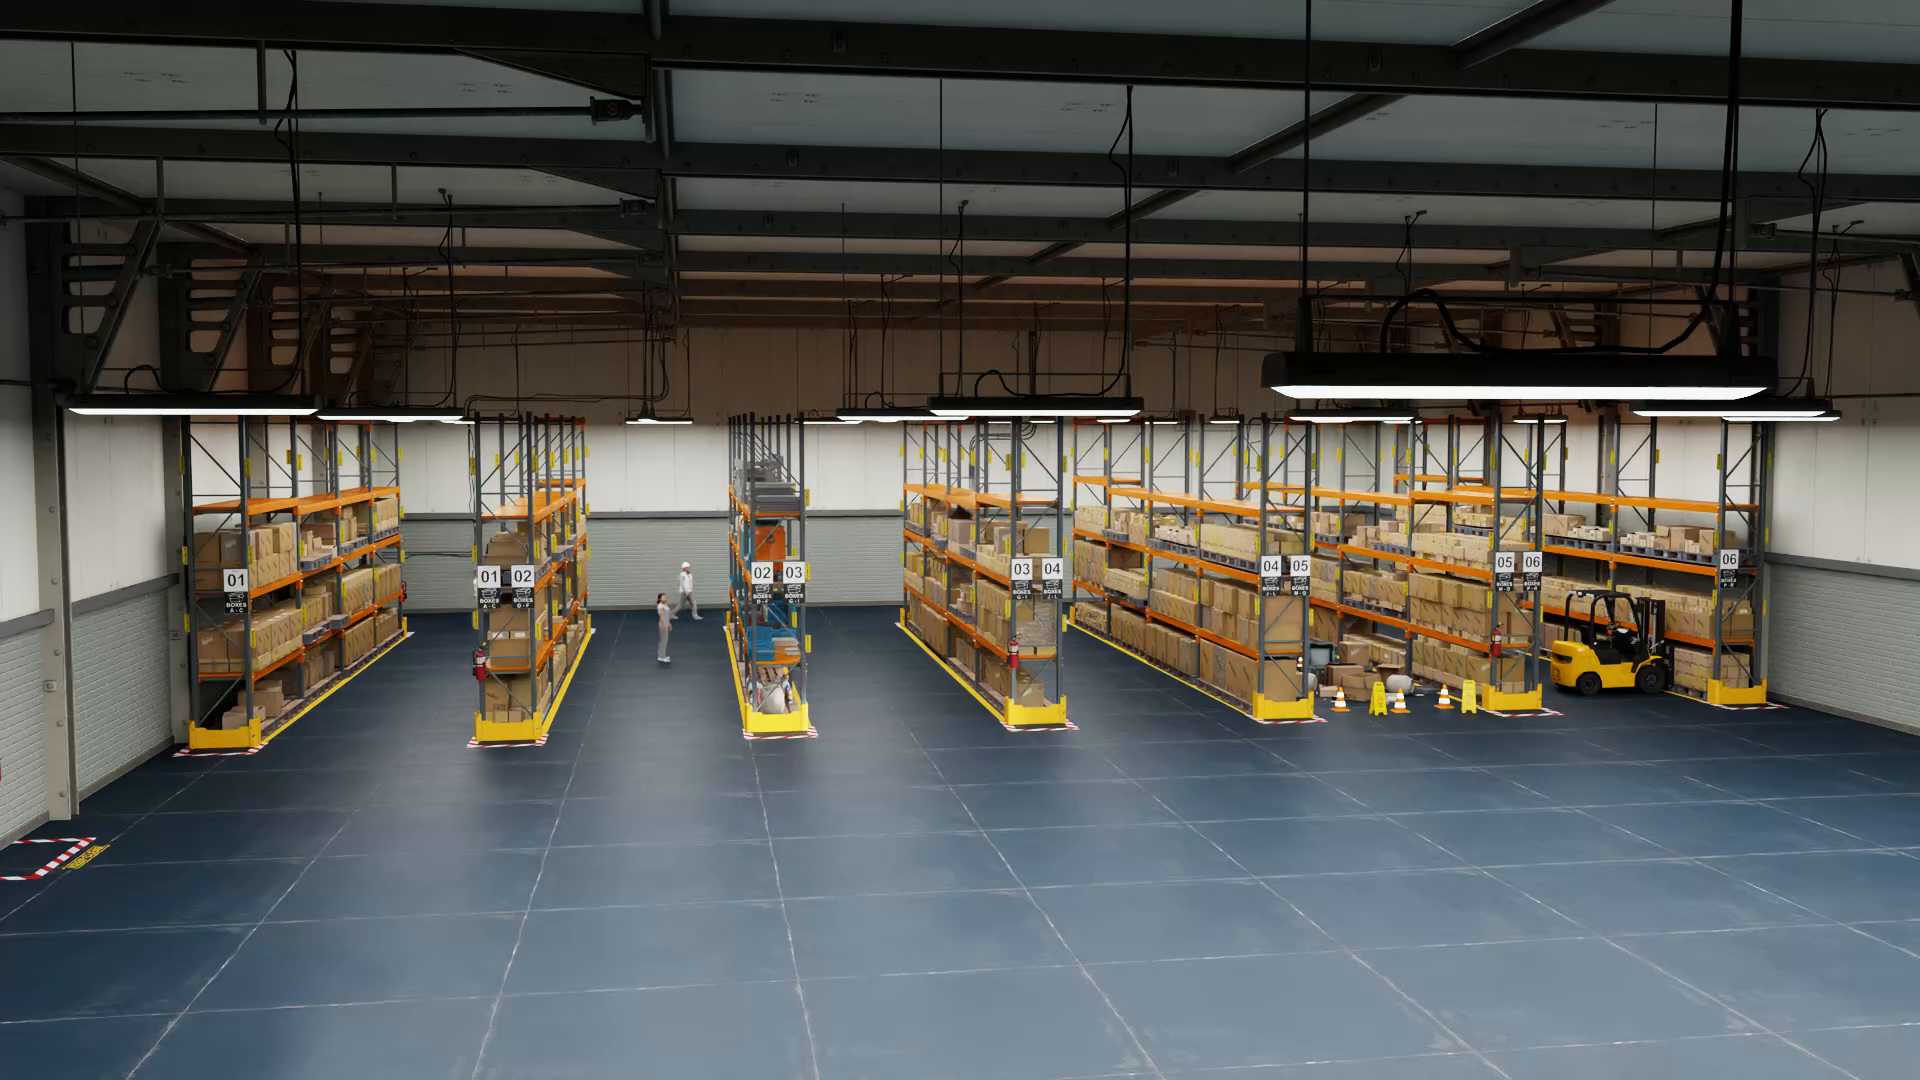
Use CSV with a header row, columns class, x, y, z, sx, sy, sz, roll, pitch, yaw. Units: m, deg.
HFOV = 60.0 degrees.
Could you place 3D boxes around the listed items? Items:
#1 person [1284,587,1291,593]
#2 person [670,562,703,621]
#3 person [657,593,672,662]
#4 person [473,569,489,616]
class,x,y,z,sx,sy,sz,roll,pitch,yaw
person,8.126,2.045,41.527,0.620,1.773,0.603,-2,4,-25
person,-8.087,1.530,49.109,1.006,1.736,0.606,0,4,6
person,-7.232,2.142,40.707,0.379,1.706,0.476,-1,4,-11
person,-13.654,1.645,47.400,0.446,1.679,0.499,0,4,3
